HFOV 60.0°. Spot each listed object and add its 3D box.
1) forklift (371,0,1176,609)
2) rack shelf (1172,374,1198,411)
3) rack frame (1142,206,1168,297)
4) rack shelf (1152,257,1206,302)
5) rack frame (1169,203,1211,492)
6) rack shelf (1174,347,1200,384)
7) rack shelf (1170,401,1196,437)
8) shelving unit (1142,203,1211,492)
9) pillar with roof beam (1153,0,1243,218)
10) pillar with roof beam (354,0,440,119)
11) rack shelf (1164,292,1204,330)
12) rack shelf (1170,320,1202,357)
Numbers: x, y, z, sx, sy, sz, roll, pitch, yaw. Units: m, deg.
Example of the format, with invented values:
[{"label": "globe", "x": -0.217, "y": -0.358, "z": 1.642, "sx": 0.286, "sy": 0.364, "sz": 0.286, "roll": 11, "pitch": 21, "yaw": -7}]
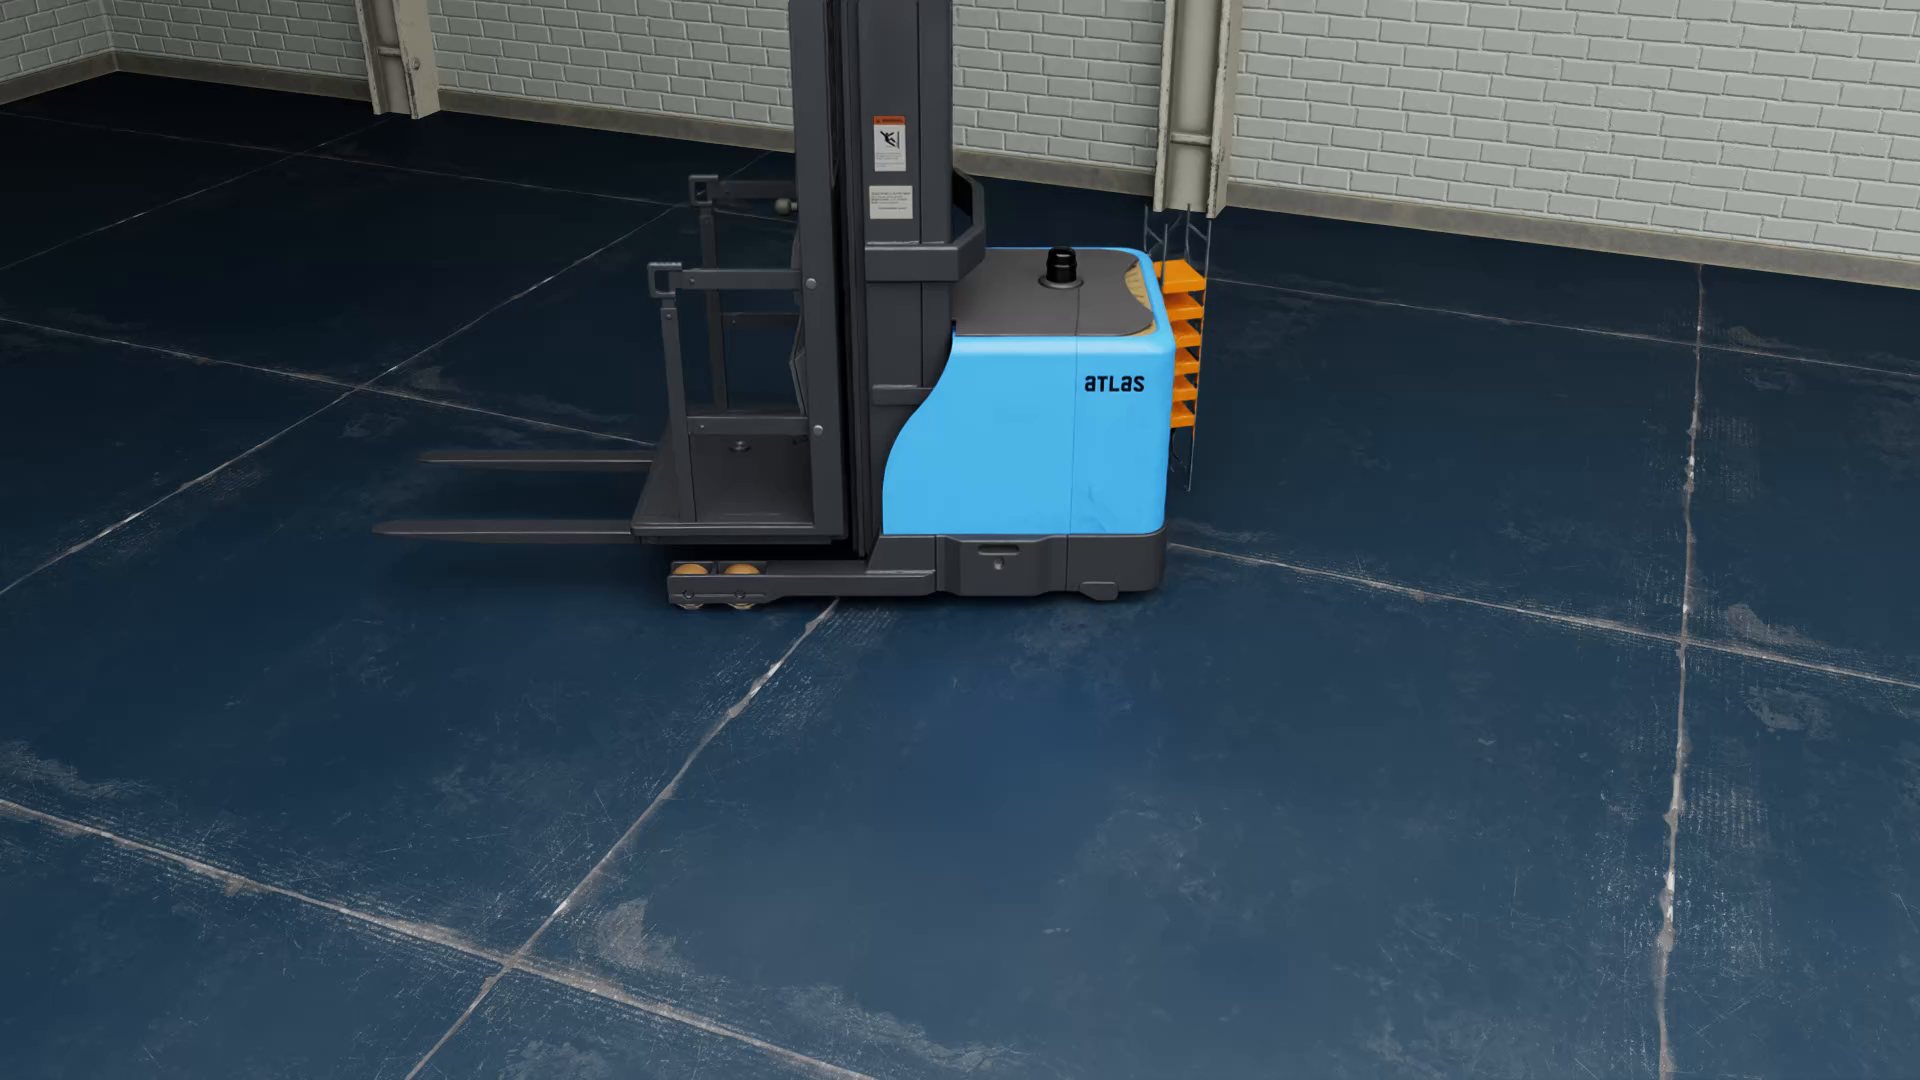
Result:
[{"label": "forklift", "x": -0.738, "y": -1.278, "z": 6.032, "sx": 3.031, "sy": 2.935, "sz": 1.130, "roll": 0, "pitch": 29, "yaw": 0}, {"label": "rack shelf", "x": 0.864, "y": -0.631, "z": 6.980, "sx": 0.180, "sy": 0.103, "sz": 0.258, "roll": -7, "pitch": 30, "yaw": -13}, {"label": "rack frame", "x": 0.775, "y": -0.763, "z": 6.879, "sx": 0.006, "sy": 1.200, "sz": 0.240, "roll": -7, "pitch": 30, "yaw": -13}, {"label": "rack shelf", "x": 0.865, "y": -1.049, "z": 6.744, "sx": 0.180, "sy": 0.103, "sz": 0.258, "roll": -7, "pitch": 30, "yaw": -13}, {"label": "rack frame", "x": 0.952, "y": -0.785, "z": 6.920, "sx": 0.006, "sy": 1.200, "sz": 0.240, "roll": -7, "pitch": 30, "yaw": -13}, {"label": "rack shelf", "x": 0.864, "y": -0.735, "z": 6.921, "sx": 0.180, "sy": 0.103, "sz": 0.258, "roll": -7, "pitch": 30, "yaw": -13}, {"label": "rack shelf", "x": 0.863, "y": -0.526, "z": 7.039, "sx": 0.180, "sy": 0.103, "sz": 0.258, "roll": -7, "pitch": 30, "yaw": -13}, {"label": "shelving unit", "x": 0.864, "y": -0.774, "z": 6.899, "sx": 0.189, "sy": 1.200, "sz": 0.258, "roll": -7, "pitch": 30, "yaw": -13}, {"label": "pillar with roof beam", "x": -0.175, "y": -4.044, "z": 4.760, "sx": 0.400, "sy": 9.000, "sz": 9.100, "roll": 11, "pitch": 31, "yaw": 19}, {"label": "pillar with roof beam", "x": -5.735, "y": -5.154, "z": 6.724, "sx": 0.400, "sy": 9.000, "sz": 9.100, "roll": 11, "pitch": 31, "yaw": 19}, {"label": "rack shelf", "x": 0.864, "y": -0.944, "z": 6.803, "sx": 0.180, "sy": 0.103, "sz": 0.258, "roll": -7, "pitch": 30, "yaw": -13}, {"label": "rack shelf", "x": 0.864, "y": -0.840, "z": 6.862, "sx": 0.180, "sy": 0.103, "sz": 0.258, "roll": -7, "pitch": 30, "yaw": -13}]
